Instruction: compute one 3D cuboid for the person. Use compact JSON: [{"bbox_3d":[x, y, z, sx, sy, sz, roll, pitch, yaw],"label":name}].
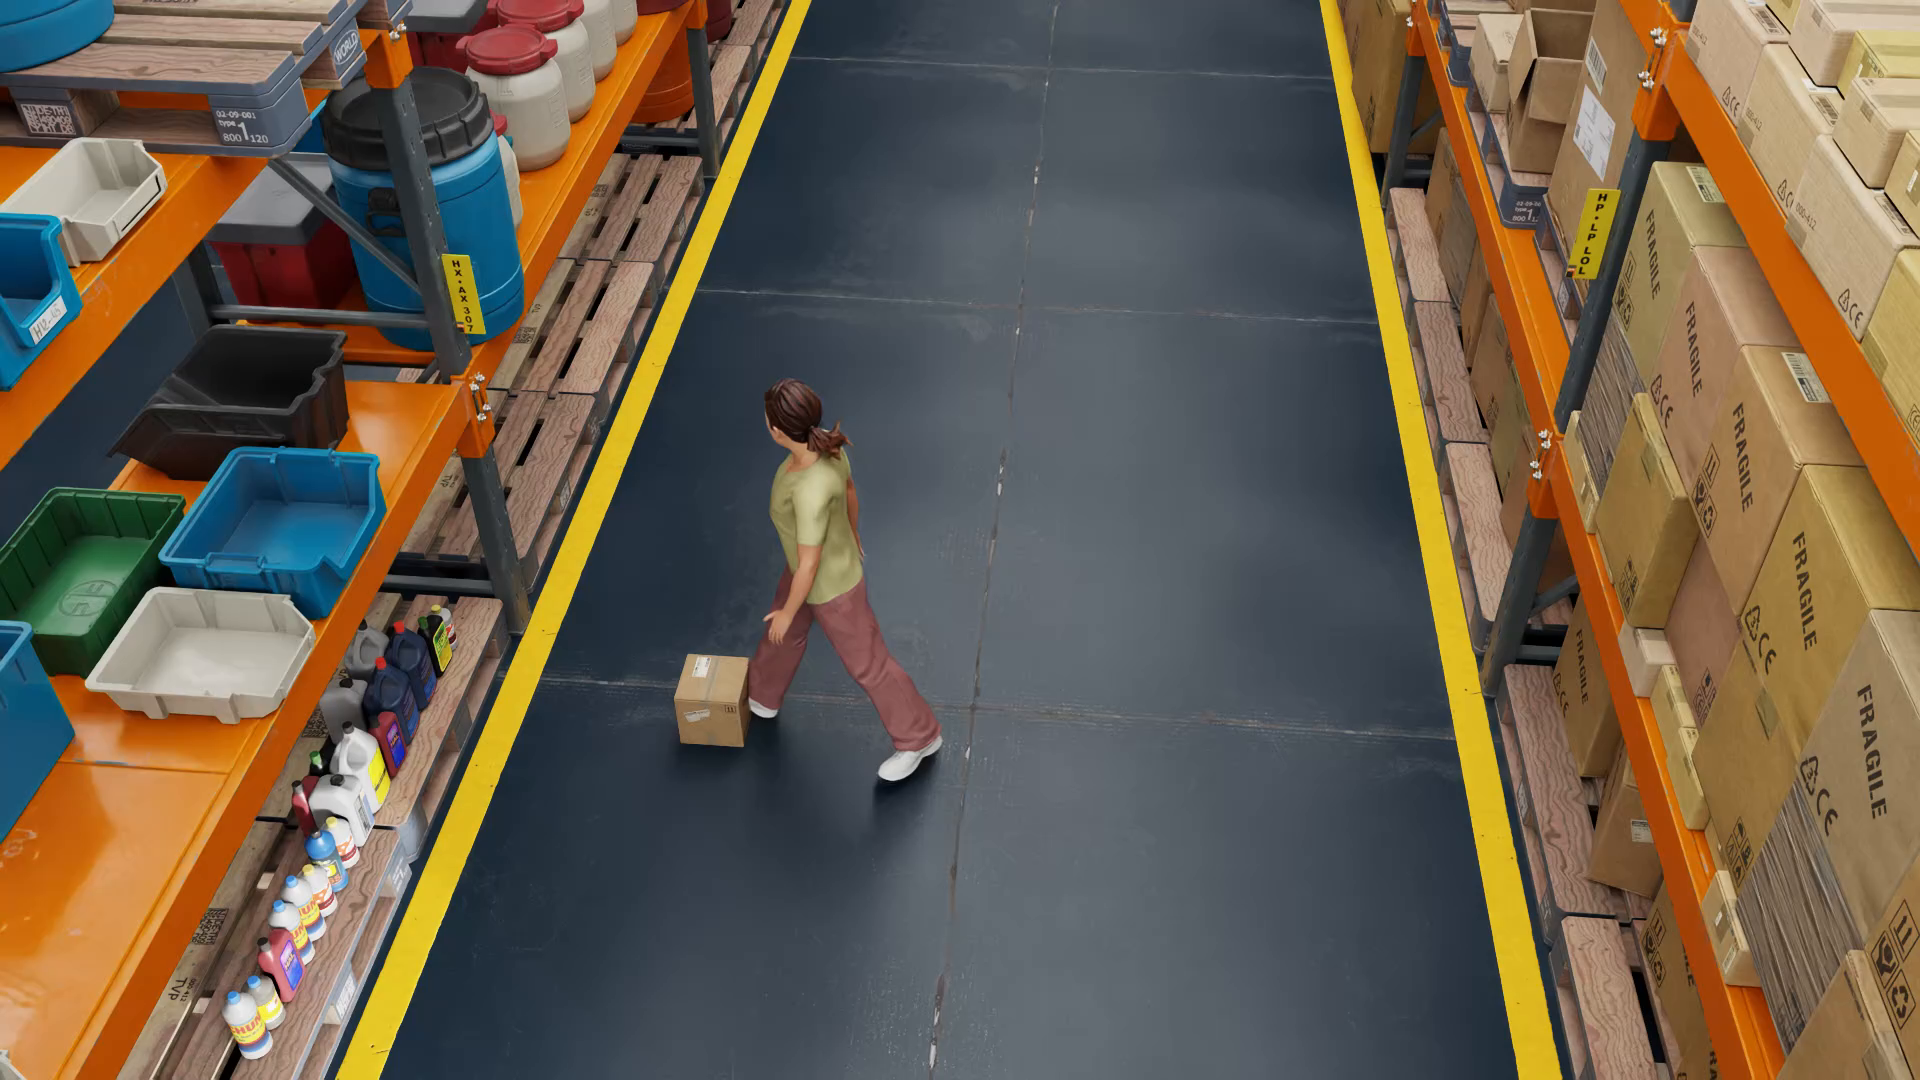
[{"bbox_3d":[-0.529,0.153,5.982,0.902,1.640,0.581,-4,40,-5],"label":"person"}]
